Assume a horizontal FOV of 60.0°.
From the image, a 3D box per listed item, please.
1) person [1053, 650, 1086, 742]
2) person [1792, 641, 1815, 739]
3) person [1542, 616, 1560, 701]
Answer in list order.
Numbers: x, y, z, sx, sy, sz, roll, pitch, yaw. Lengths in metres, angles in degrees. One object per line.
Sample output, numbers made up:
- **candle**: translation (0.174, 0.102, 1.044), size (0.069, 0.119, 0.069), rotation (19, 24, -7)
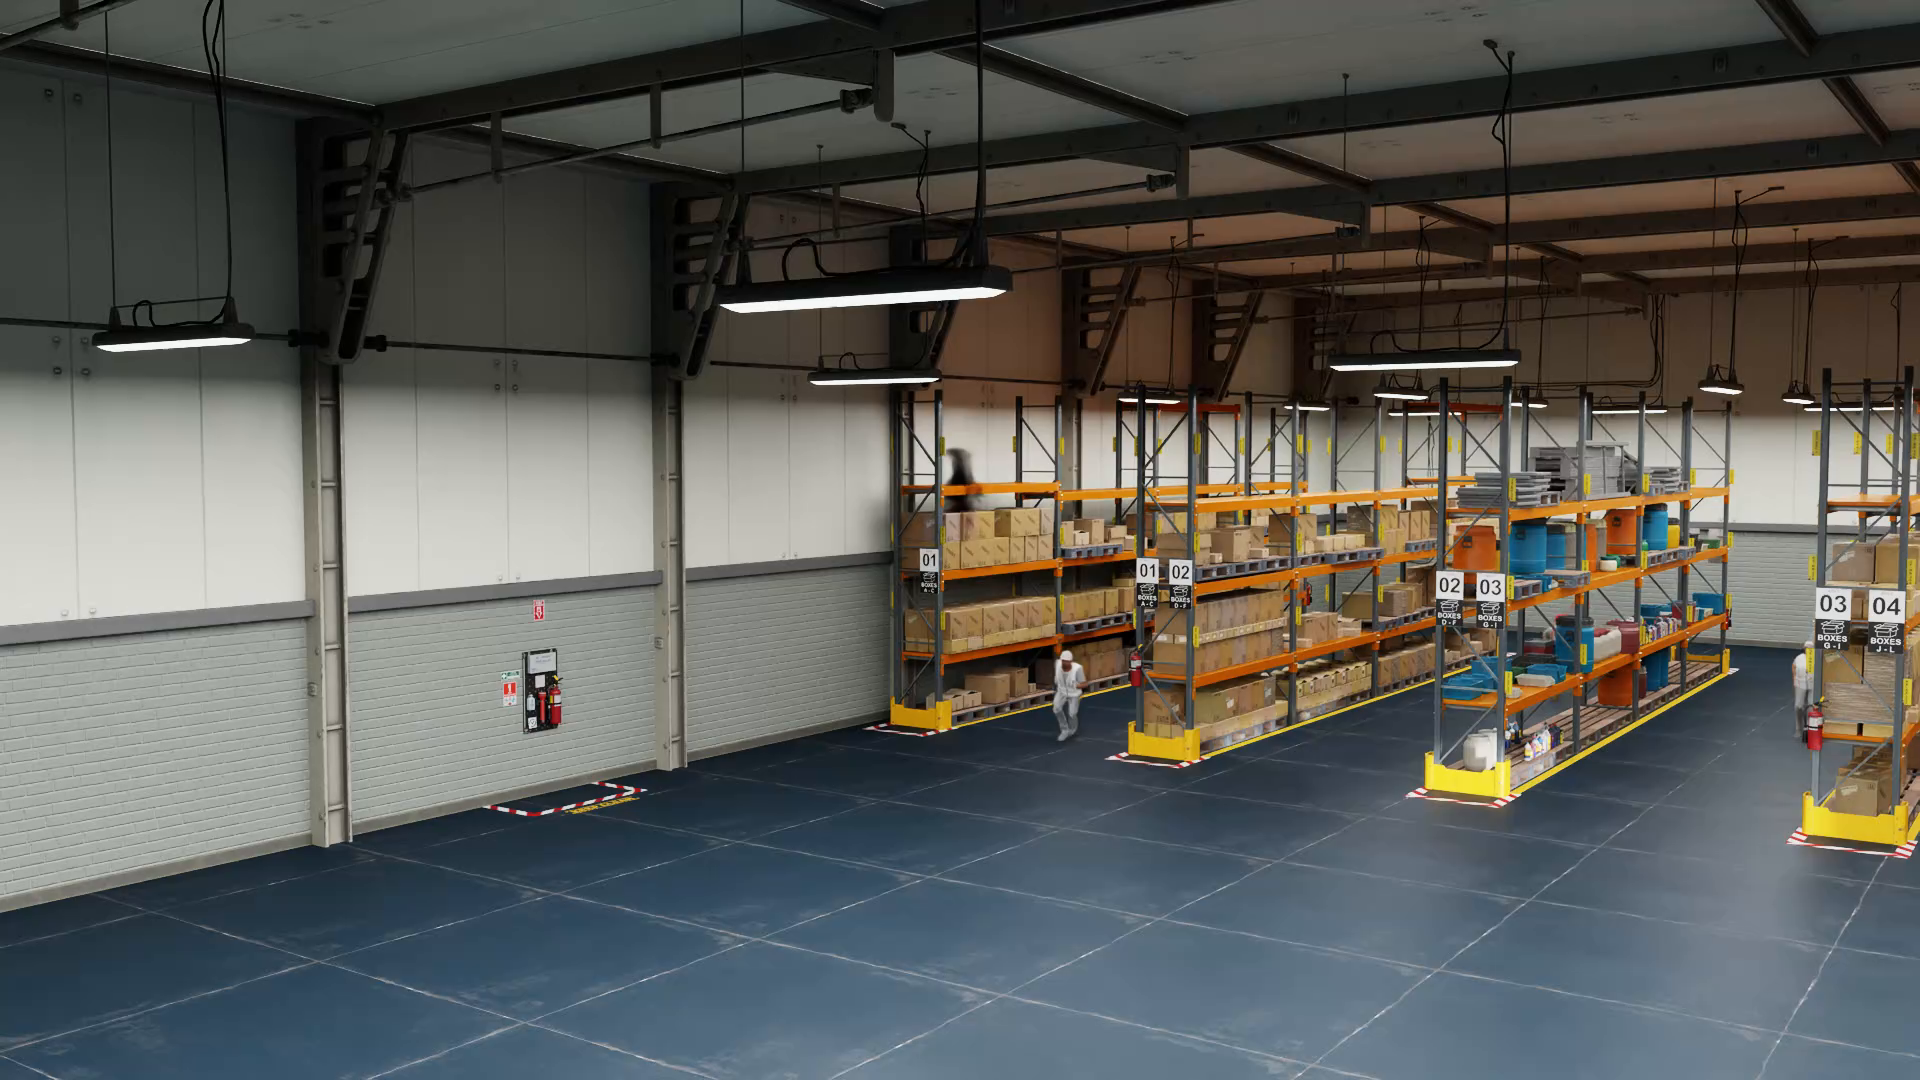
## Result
- **person**: translation (1.854, 2.611, 28.191), size (0.672, 1.566, 1.128), rotation (1, 3, 16)
- **person**: translation (14.586, 2.590, 28.558), size (0.578, 1.706, 0.732), rotation (2, 4, 31)
- **person**: translation (11.783, 2.320, 32.739), size (0.646, 1.706, 0.742), rotation (1, 3, 20)
